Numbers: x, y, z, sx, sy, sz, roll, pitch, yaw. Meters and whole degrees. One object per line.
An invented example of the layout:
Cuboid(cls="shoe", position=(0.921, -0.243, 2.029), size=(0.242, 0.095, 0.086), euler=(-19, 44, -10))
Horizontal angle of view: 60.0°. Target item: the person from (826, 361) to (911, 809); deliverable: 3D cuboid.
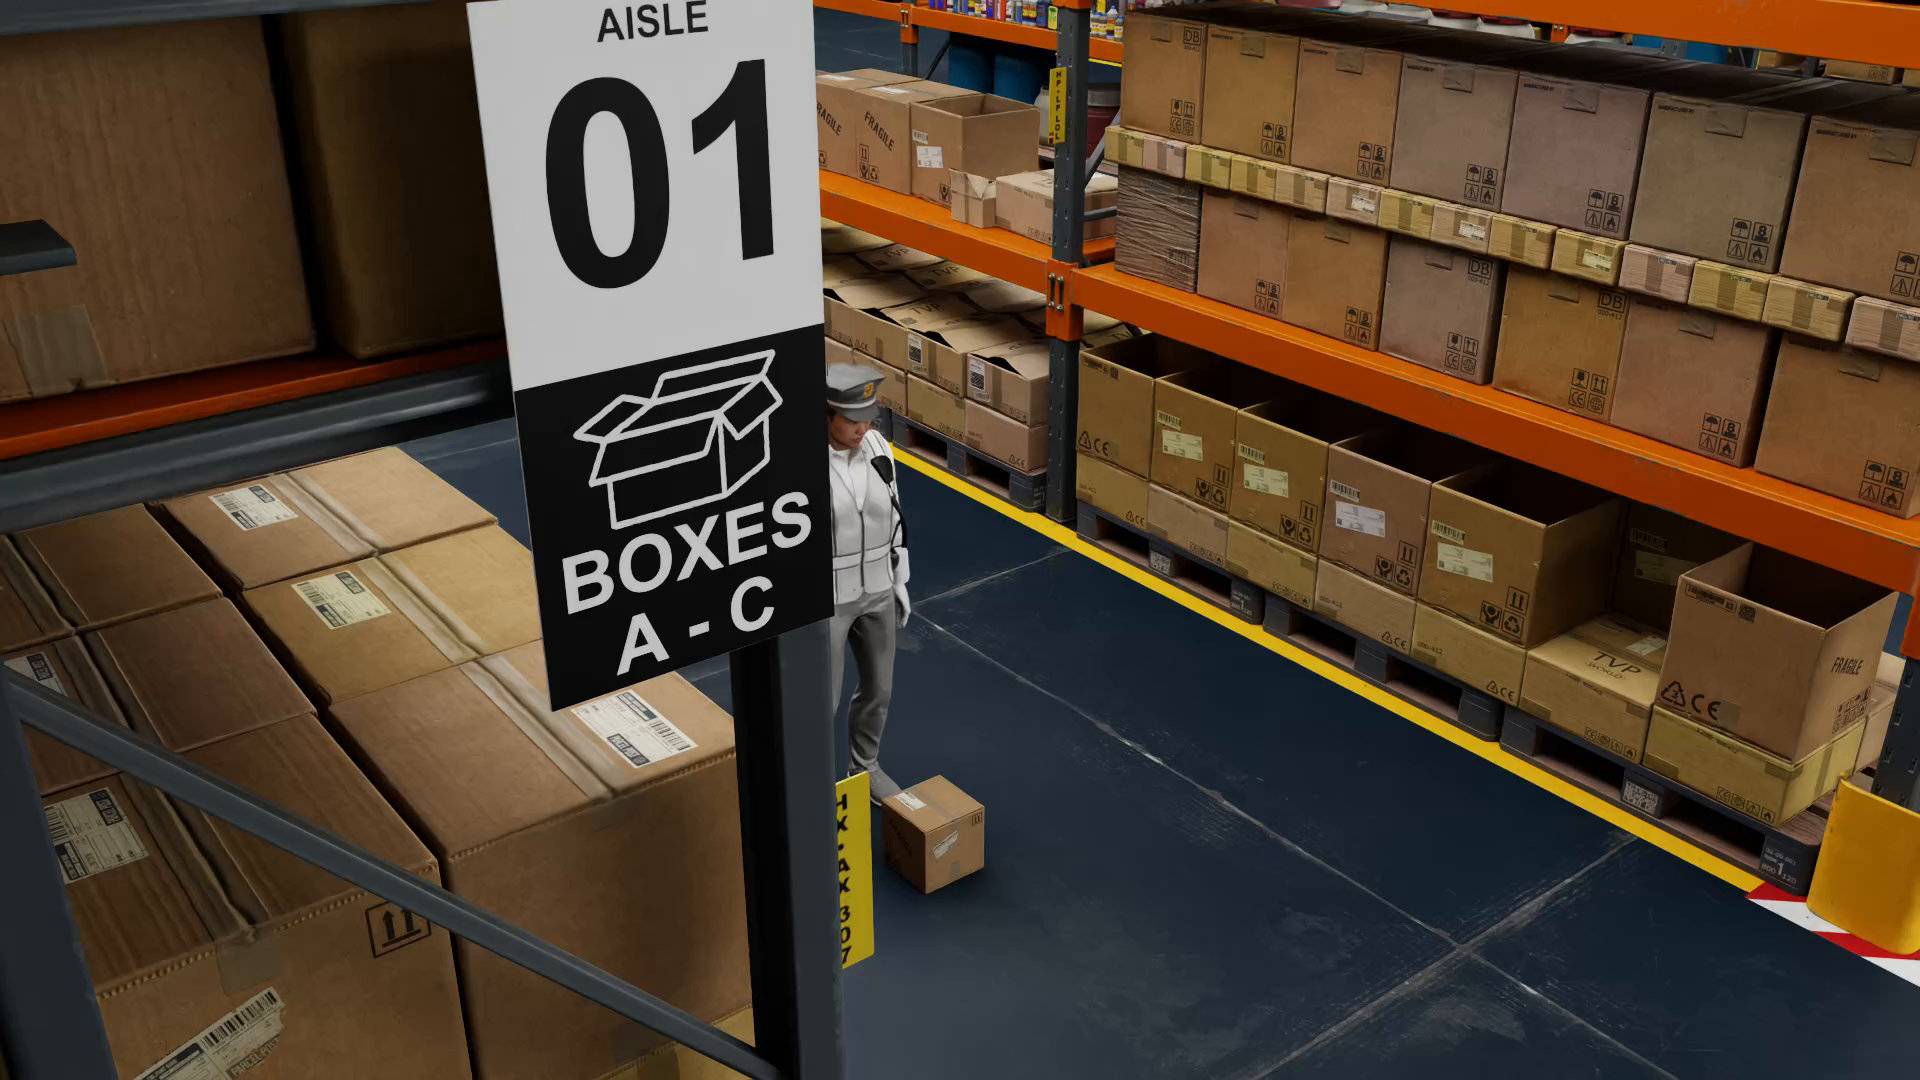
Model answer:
Cuboid(cls="person", position=(-0.376, 0.197, 5.689), size=(0.470, 1.664, 0.328), euler=(-18, 30, -33))
